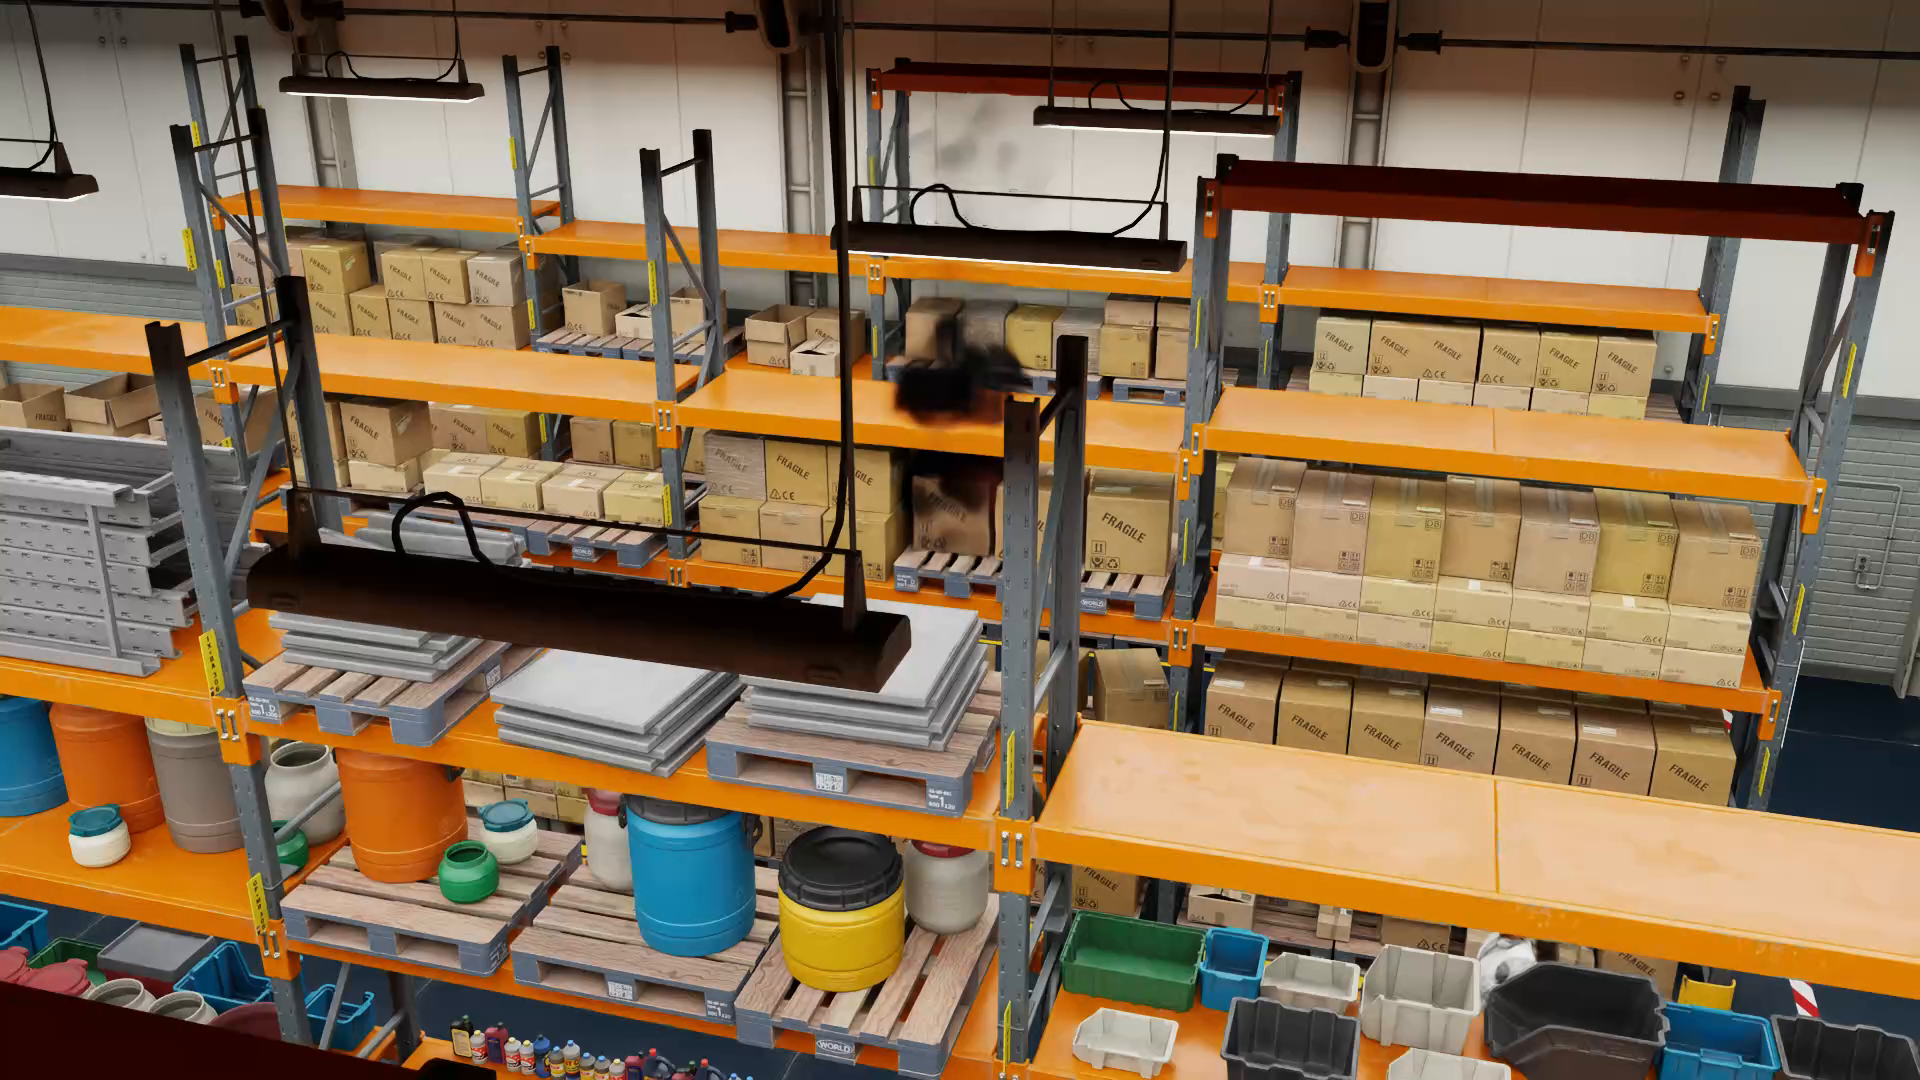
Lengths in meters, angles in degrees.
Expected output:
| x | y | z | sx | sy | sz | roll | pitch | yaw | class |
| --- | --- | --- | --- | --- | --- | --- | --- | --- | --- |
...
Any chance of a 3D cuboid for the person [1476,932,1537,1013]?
| x | y | z | sx | sy | sz | roll | pitch | yaw | class |
| --- | --- | --- | --- | --- | --- | --- | --- | --- | --- |
| 3.552 | 3.101 | 10.961 | 0.884 | 1.805 | 0.609 | 0 | 23 | 0 | person |
